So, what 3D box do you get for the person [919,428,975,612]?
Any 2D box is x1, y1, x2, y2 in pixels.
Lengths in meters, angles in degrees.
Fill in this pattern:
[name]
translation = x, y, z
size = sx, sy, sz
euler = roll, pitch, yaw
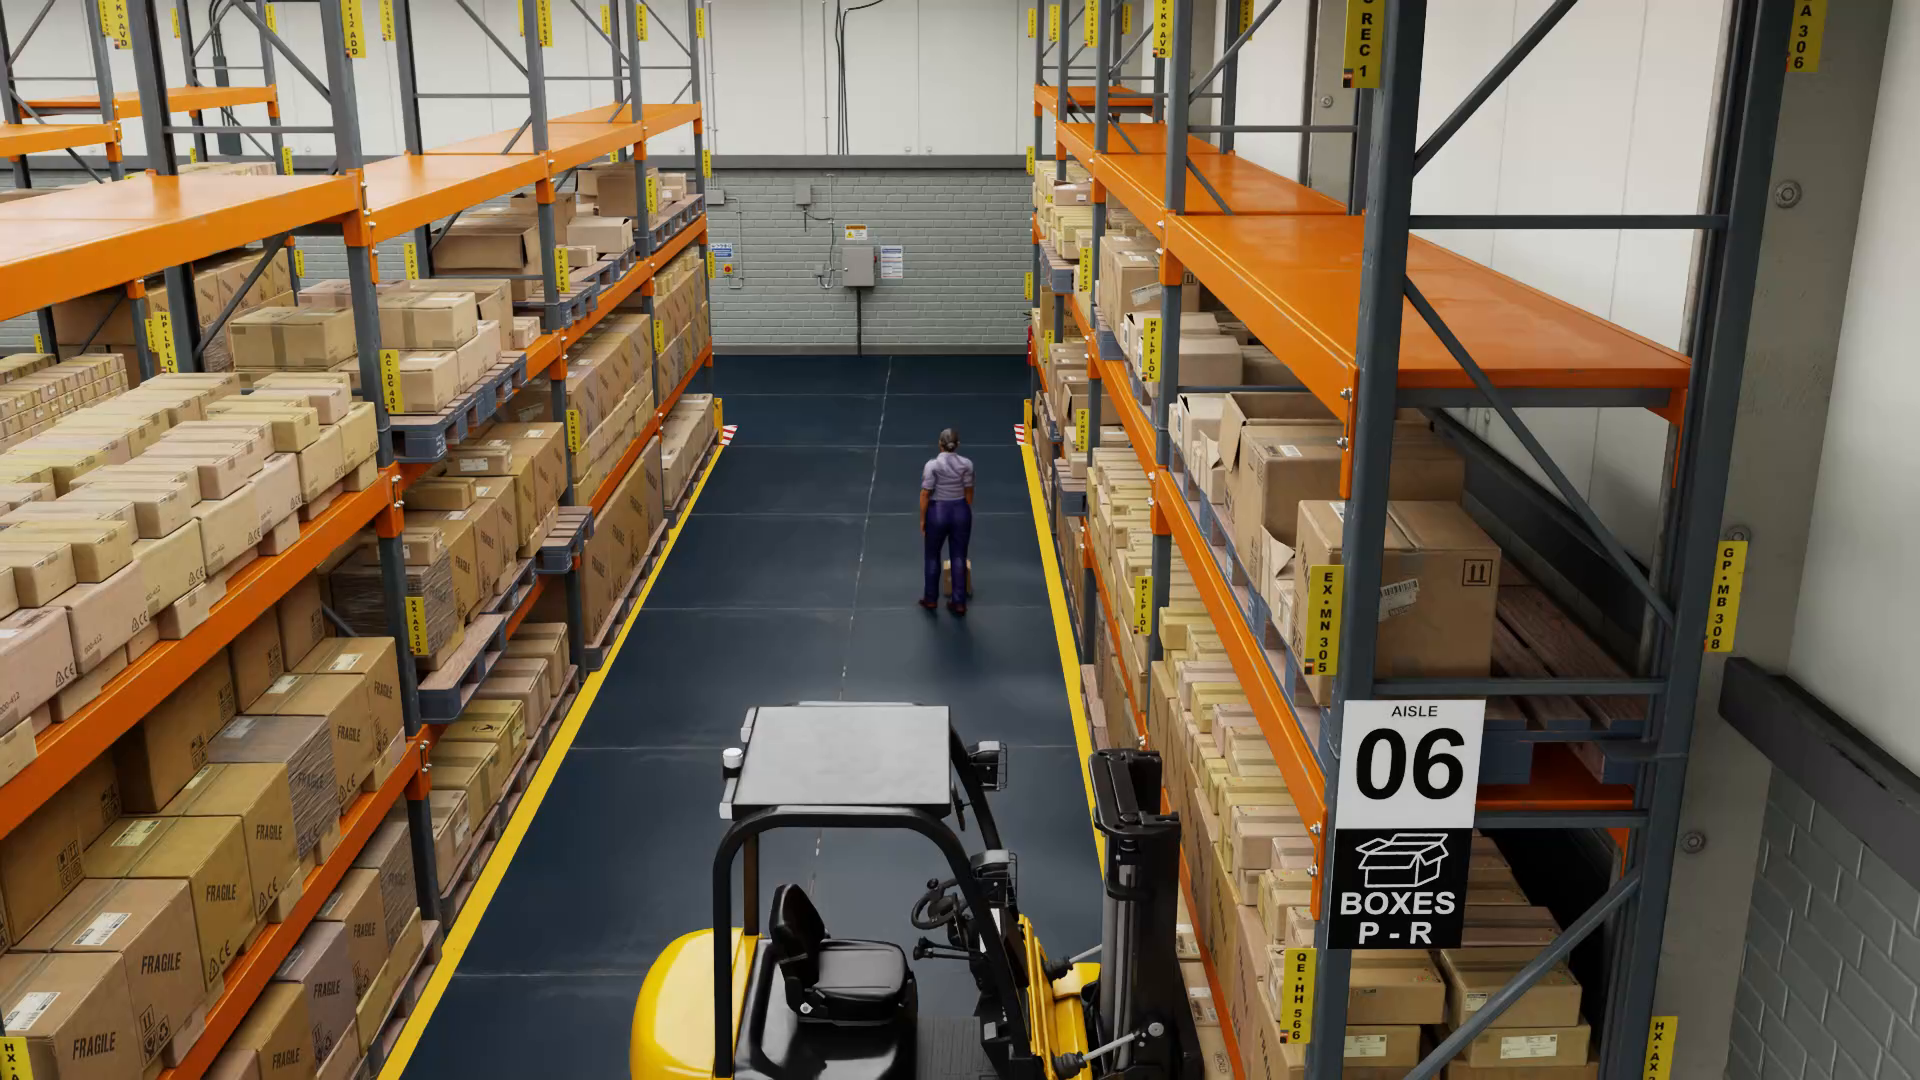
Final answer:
[person]
translation = -0.122, -0.179, 14.670
size = 0.495, 1.666, 0.496
euler = -4, 18, -14
